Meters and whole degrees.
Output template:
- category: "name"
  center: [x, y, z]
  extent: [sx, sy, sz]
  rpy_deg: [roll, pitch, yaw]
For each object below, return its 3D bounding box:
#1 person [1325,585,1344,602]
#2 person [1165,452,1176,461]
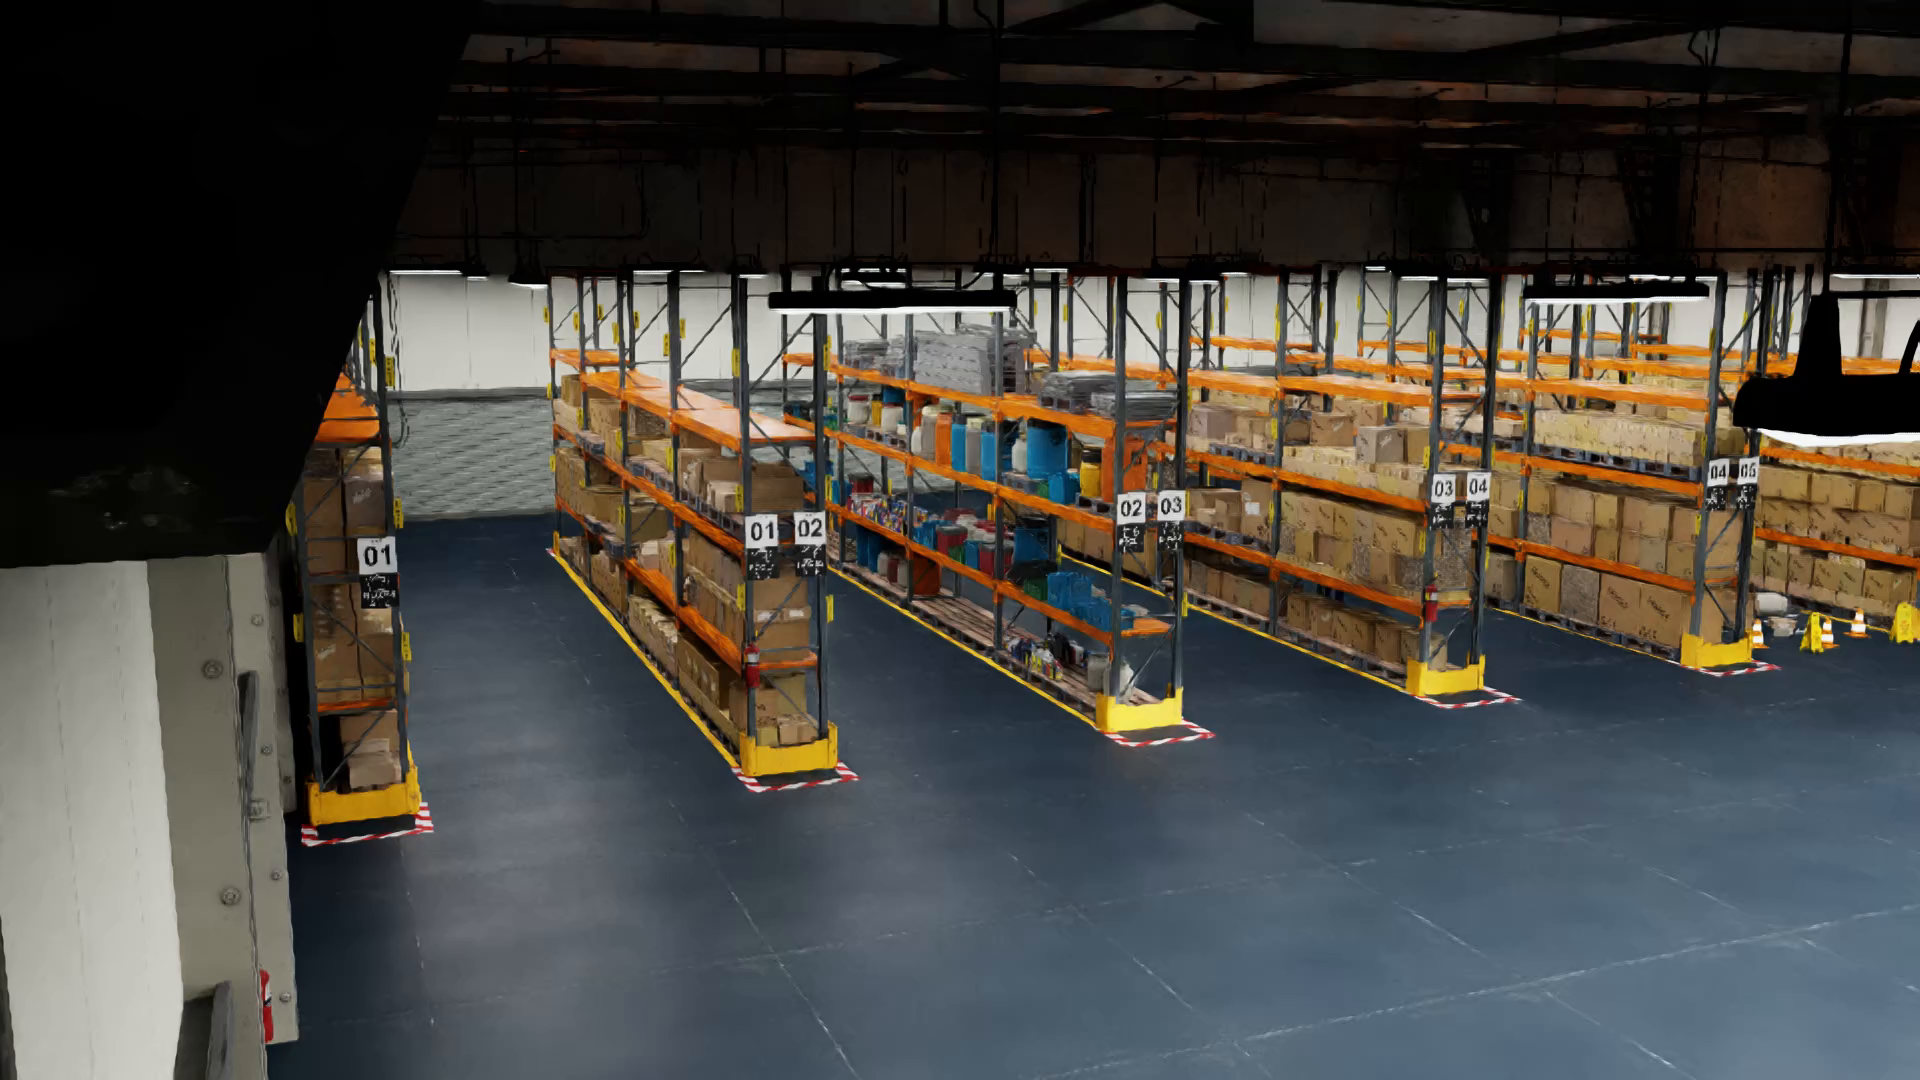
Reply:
- category: "person"
  center: [6.656, 0.437, 29.319]
  extent: [0.580, 1.658, 0.445]
  rpy_deg: [8, 13, 38]
- category: "person"
  center: [5.523, -2.137, 44.185]
  extent: [0.524, 1.624, 0.929]
  rpy_deg: [0, 10, 2]
